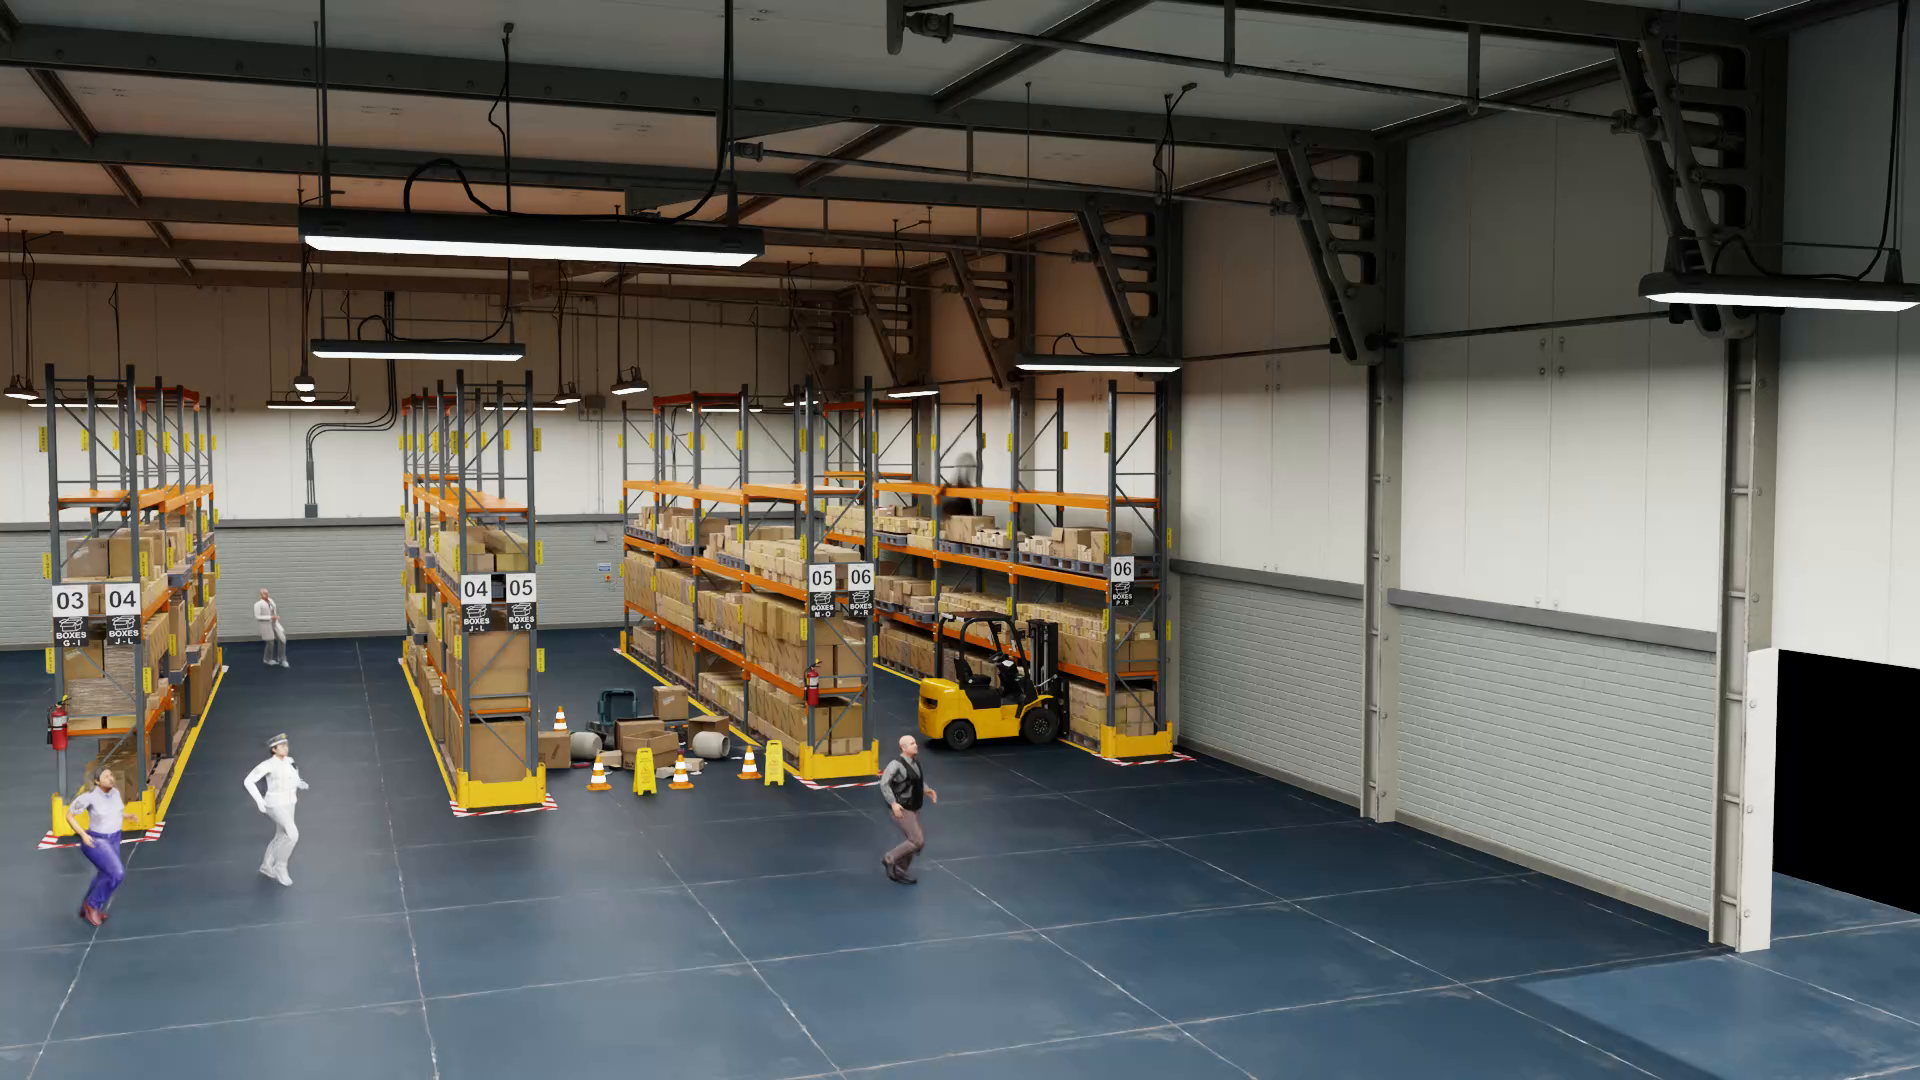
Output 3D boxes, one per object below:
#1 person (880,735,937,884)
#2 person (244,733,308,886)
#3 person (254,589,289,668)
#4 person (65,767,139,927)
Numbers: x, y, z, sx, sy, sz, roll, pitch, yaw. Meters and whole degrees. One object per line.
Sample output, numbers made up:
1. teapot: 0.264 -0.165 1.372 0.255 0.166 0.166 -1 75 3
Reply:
1. person: -0.571 3.057 18.861 0.571 1.687 0.672 1 4 24
2. person: -7.715 3.054 18.904 0.708 1.726 0.580 1 3 16
3. person: -15.357 1.963 36.911 0.789 1.769 0.671 2 4 33
4. person: -8.902 3.181 17.347 0.645 1.644 0.580 1 3 9
